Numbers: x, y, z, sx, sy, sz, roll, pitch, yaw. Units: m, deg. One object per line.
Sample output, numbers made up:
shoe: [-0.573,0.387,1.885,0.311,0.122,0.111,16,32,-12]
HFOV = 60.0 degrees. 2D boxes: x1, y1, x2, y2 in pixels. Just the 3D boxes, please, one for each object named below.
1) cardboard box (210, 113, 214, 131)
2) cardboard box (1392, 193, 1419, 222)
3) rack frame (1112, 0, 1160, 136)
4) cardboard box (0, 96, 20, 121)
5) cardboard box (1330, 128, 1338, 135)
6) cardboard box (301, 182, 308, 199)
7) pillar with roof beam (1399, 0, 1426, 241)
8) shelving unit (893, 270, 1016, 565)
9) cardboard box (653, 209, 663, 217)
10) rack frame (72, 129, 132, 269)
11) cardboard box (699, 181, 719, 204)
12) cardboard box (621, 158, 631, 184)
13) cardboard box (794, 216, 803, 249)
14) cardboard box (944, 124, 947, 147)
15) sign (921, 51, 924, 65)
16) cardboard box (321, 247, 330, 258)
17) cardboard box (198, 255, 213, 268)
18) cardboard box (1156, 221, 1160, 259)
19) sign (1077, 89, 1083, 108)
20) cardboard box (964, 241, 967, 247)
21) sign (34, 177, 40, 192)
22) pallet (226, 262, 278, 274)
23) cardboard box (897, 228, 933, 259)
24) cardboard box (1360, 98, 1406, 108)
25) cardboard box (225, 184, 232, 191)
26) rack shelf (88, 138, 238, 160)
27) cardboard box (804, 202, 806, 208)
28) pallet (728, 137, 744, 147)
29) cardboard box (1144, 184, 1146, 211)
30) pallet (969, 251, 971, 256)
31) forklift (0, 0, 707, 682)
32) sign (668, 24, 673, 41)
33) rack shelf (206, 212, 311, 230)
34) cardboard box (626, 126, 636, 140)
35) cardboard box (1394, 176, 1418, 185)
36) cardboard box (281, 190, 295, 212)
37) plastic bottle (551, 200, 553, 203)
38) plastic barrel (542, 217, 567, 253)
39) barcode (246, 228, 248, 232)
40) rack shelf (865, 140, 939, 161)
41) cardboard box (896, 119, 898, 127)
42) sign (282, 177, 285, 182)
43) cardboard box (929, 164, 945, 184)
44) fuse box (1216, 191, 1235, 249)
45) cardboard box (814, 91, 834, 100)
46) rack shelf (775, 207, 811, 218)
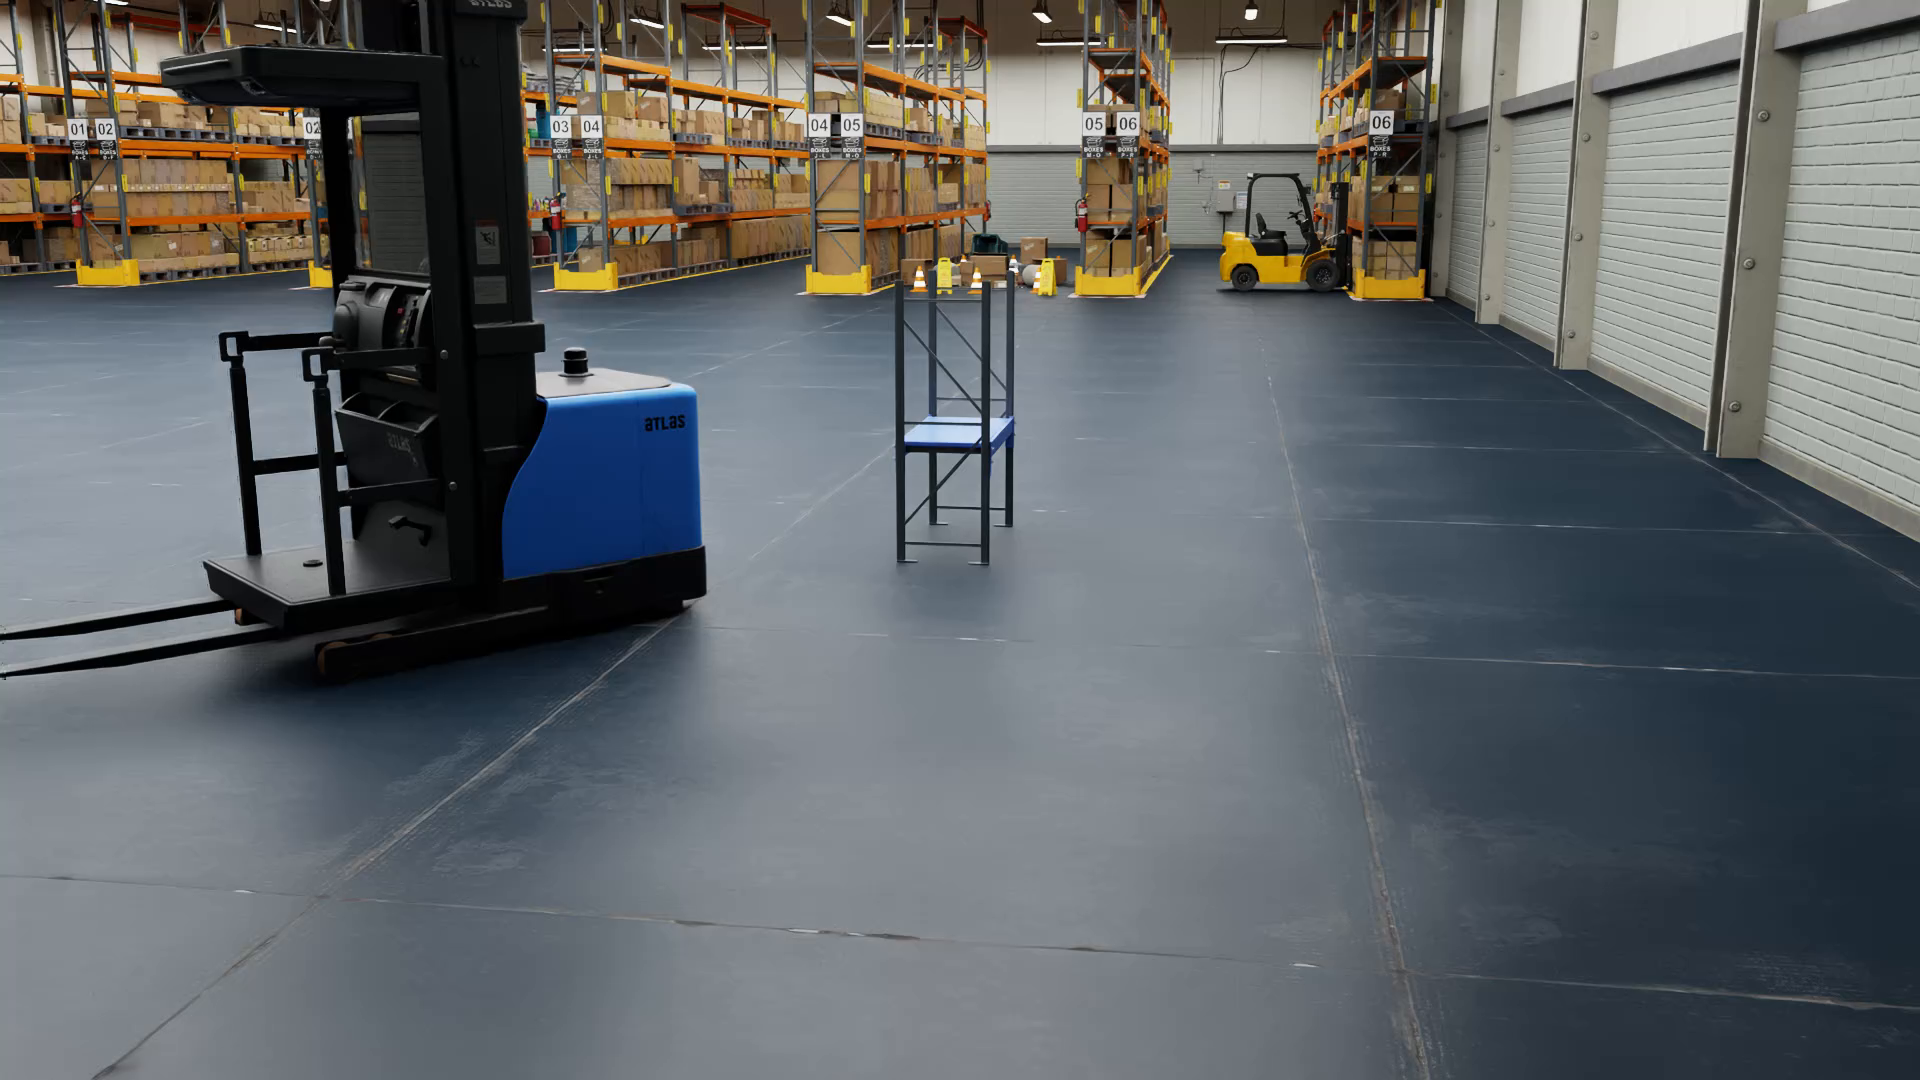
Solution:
cardboard box: [-20.081,-11.373,45.367,0.500,0.500,0.500,2,12,8]
cardboard box: [7.927,-5.888,29.459,0.500,0.500,0.500,2,12,10]
rack frame: [3.902,-10.503,36.871,1.000,3.000,0.127,2,12,9]
cardboard box: [-20.998,-9.441,36.405,0.500,0.500,0.500,1,12,4]
cardboard box: [8.772,-9.471,38.562,0.380,0.149,0.250,2,12,10]
cardboard box: [-19.412,-10.079,48.429,0.980,0.700,0.700,2,12,11]
pillar with roof beam: [5.243,-10.182,35.381,9.100,9.000,0.400,2,12,9]
shelving unit: [-0.013,-0.715,9.253,0.538,1.500,1.048,2,12,9]
cardboard box: [-6.322,-6.725,34.173,0.380,0.149,0.250,2,12,9]
rack frame: [-16.908,-6.548,32.759,1.000,3.000,0.127,2,12,9]
cardboard box: [-5.921,-7.913,37.856,0.700,0.500,0.500,4,13,17]
cardboard box: [-6.683,-7.119,32.091,0.500,0.500,0.500,2,12,9]
cardboard box: [-4.819,-8.399,45.391,0.875,0.875,0.875,2,12,9]
cardboard box: [-0.584,-9.440,38.819,0.500,0.500,0.500,2,12,9]
sign: [-0.923,-11.992,41.374,0.100,0.325,0.005,2,12,9]
cardboard box: [-15.518,-6.957,40.187,0.500,0.250,0.500,2,12,10]
cardboard box: [-16.298,-5.930,35.420,0.500,0.250,0.500,2,12,9]
cardboard box: [4.231,-7.064,39.198,0.875,0.875,0.875,2,12,9]
sign: [2.126,-7.827,29.469,0.100,0.325,0.005,2,12,9]
cardboard box: [-0.018,-7.565,42.540,0.380,0.149,0.250,2,12,11]
sign: [-20.651,-7.948,37.198,0.100,0.325,0.005,2,12,9]
pallet: [-16.219,-6.173,37.634,1.003,0.211,1.213,2,12,9]
cardboard box: [-1.187,-6.692,37.768,1.050,0.750,0.750,2,12,8]
cardboard box: [7.788,-7.947,30.649,0.797,0.503,0.637,2,12,10]
cardboard box: [-16.123,-7.683,36.249,0.380,0.149,0.250,2,12,9]
rack shelf: [-16.601,-8.079,34.450,1.077,0.370,4.000,2,12,9]
cardboard box: [-4.467,-9.243,45.859,0.380,0.149,0.250,2,12,9]
pallet: [-5.844,-9.402,39.327,1.213,0.211,1.003,2,12,11]
cardboard box: [3.316,-6.616,32.131,0.500,0.500,0.500,2,12,10]
pallet: [-0.136,-7.575,44.143,1.003,0.211,1.213,2,12,9]
forklift: [-2.655,-0.975,7.061,3.031,2.935,1.130,-10,16,-40]
sign: [-5.972,-10.466,34.291,0.100,0.325,0.005,2,12,9]
rack shelf: [-15.986,-7.446,38.630,1.077,0.370,4.000,2,12,9]
cardboard box: [-6.638,-7.922,32.369,0.500,0.250,0.500,2,12,8]
cardboard box: [7.839,-6.320,29.215,0.380,0.149,0.250,2,12,8]
cardboard box: [-15.920,-7.913,38.852,0.500,0.500,0.500,1,12,6]
plastic bottle: [-10.176,-8.333,41.344,0.097,0.271,0.097,0,12,0]
plastic barrel: [-10.378,-7.804,42.571,0.600,0.901,0.708,2,12,9]
barcode: [-15.843,-6.883,36.922,0.001,0.075,0.075,2,12,9]
rack shelf: [-1.312,-8.408,35.978,1.077,0.370,4.000,2,12,9]
cardboard box: [-1.437,-8.283,33.048,0.380,0.149,0.250,2,12,10]
sign: [-19.891,-10.520,48.944,0.100,0.325,0.005,2,12,9]
cardboard box: [-0.585,-9.333,42.361,0.500,0.500,0.500,1,12,7]
fuse box: [8.030,-9.682,50.360,0.539,1.711,0.414,2,12,9]
cardboard box: [-2.519,-8.113,30.370,0.380,0.149,0.250,2,12,9]
rack shelf: [-4.967,-8.789,44.864,1.077,0.370,4.000,2,12,9]
